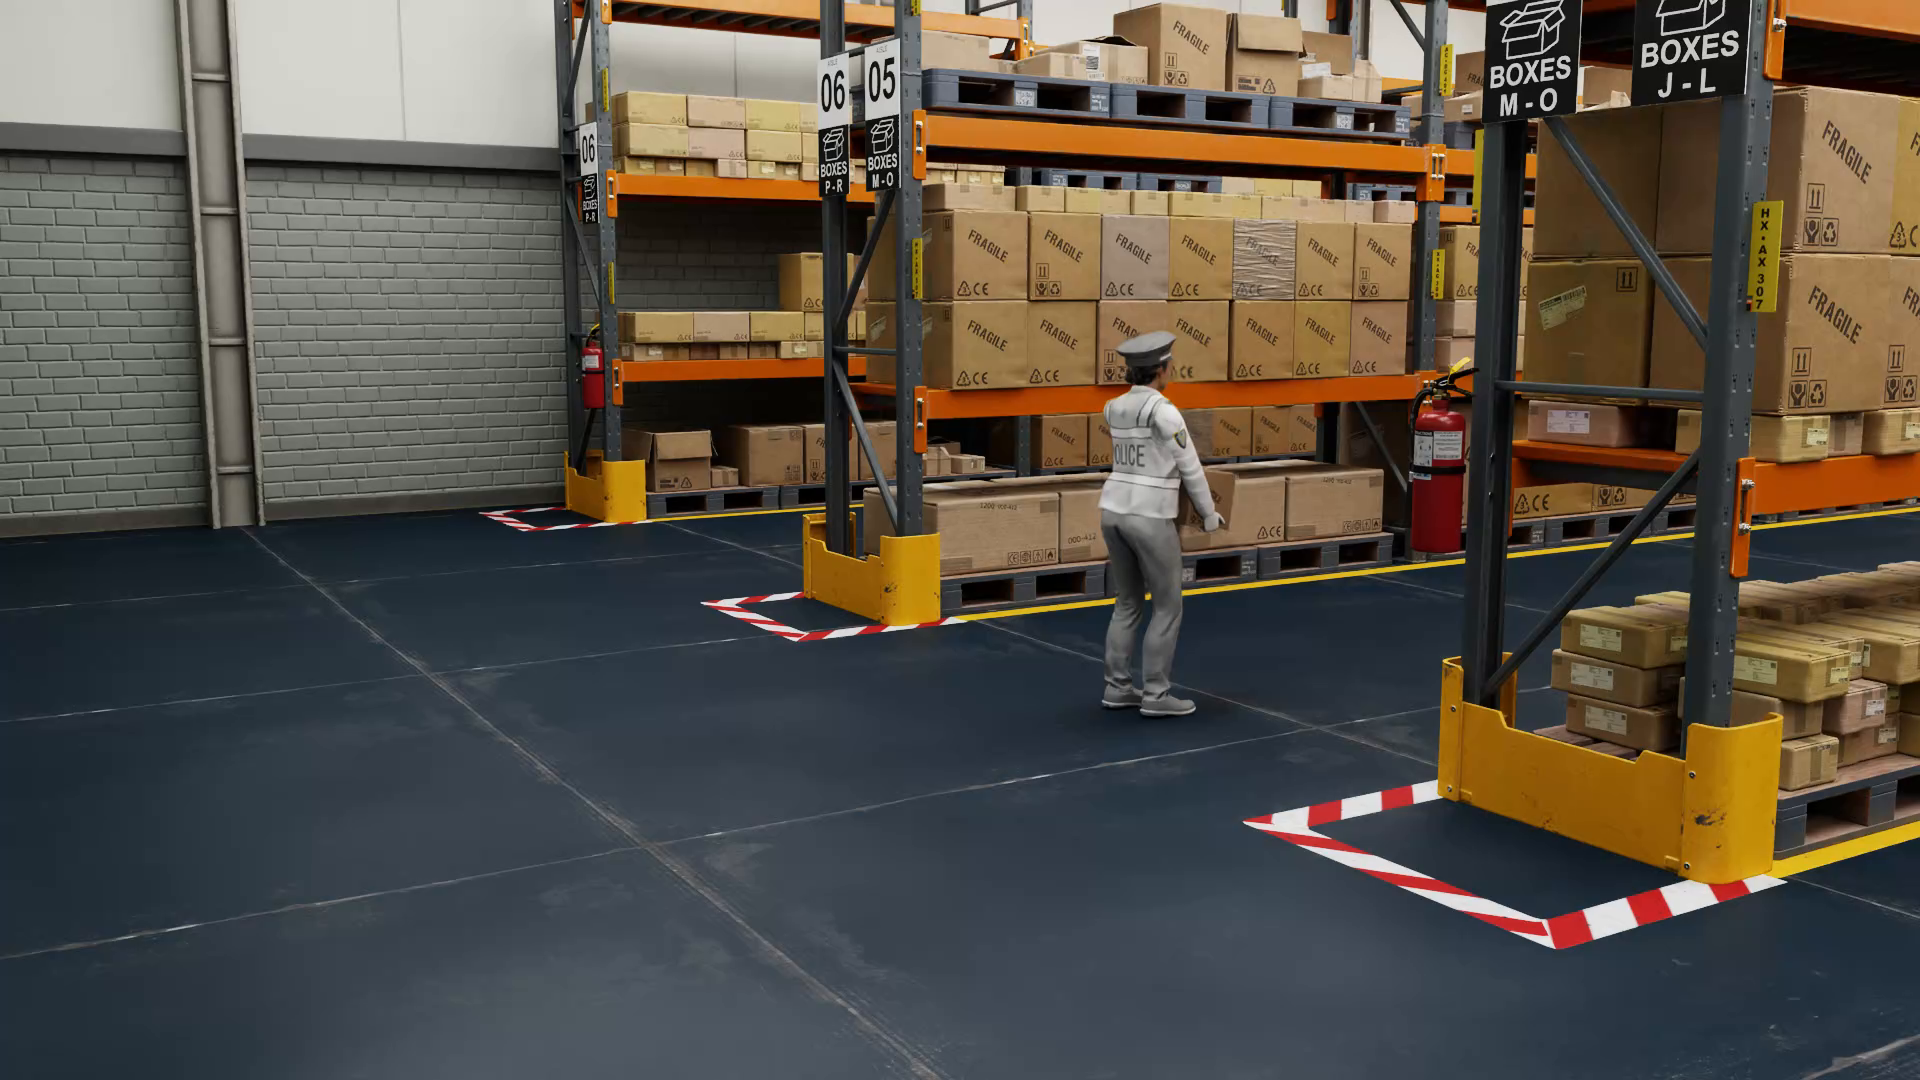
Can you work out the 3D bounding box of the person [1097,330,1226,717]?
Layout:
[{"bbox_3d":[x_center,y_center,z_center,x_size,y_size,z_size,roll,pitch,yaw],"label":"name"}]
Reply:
[{"bbox_3d":[0.866,-0.074,7.303,0.528,1.682,0.416,-5,10,-32],"label":"person"}]
